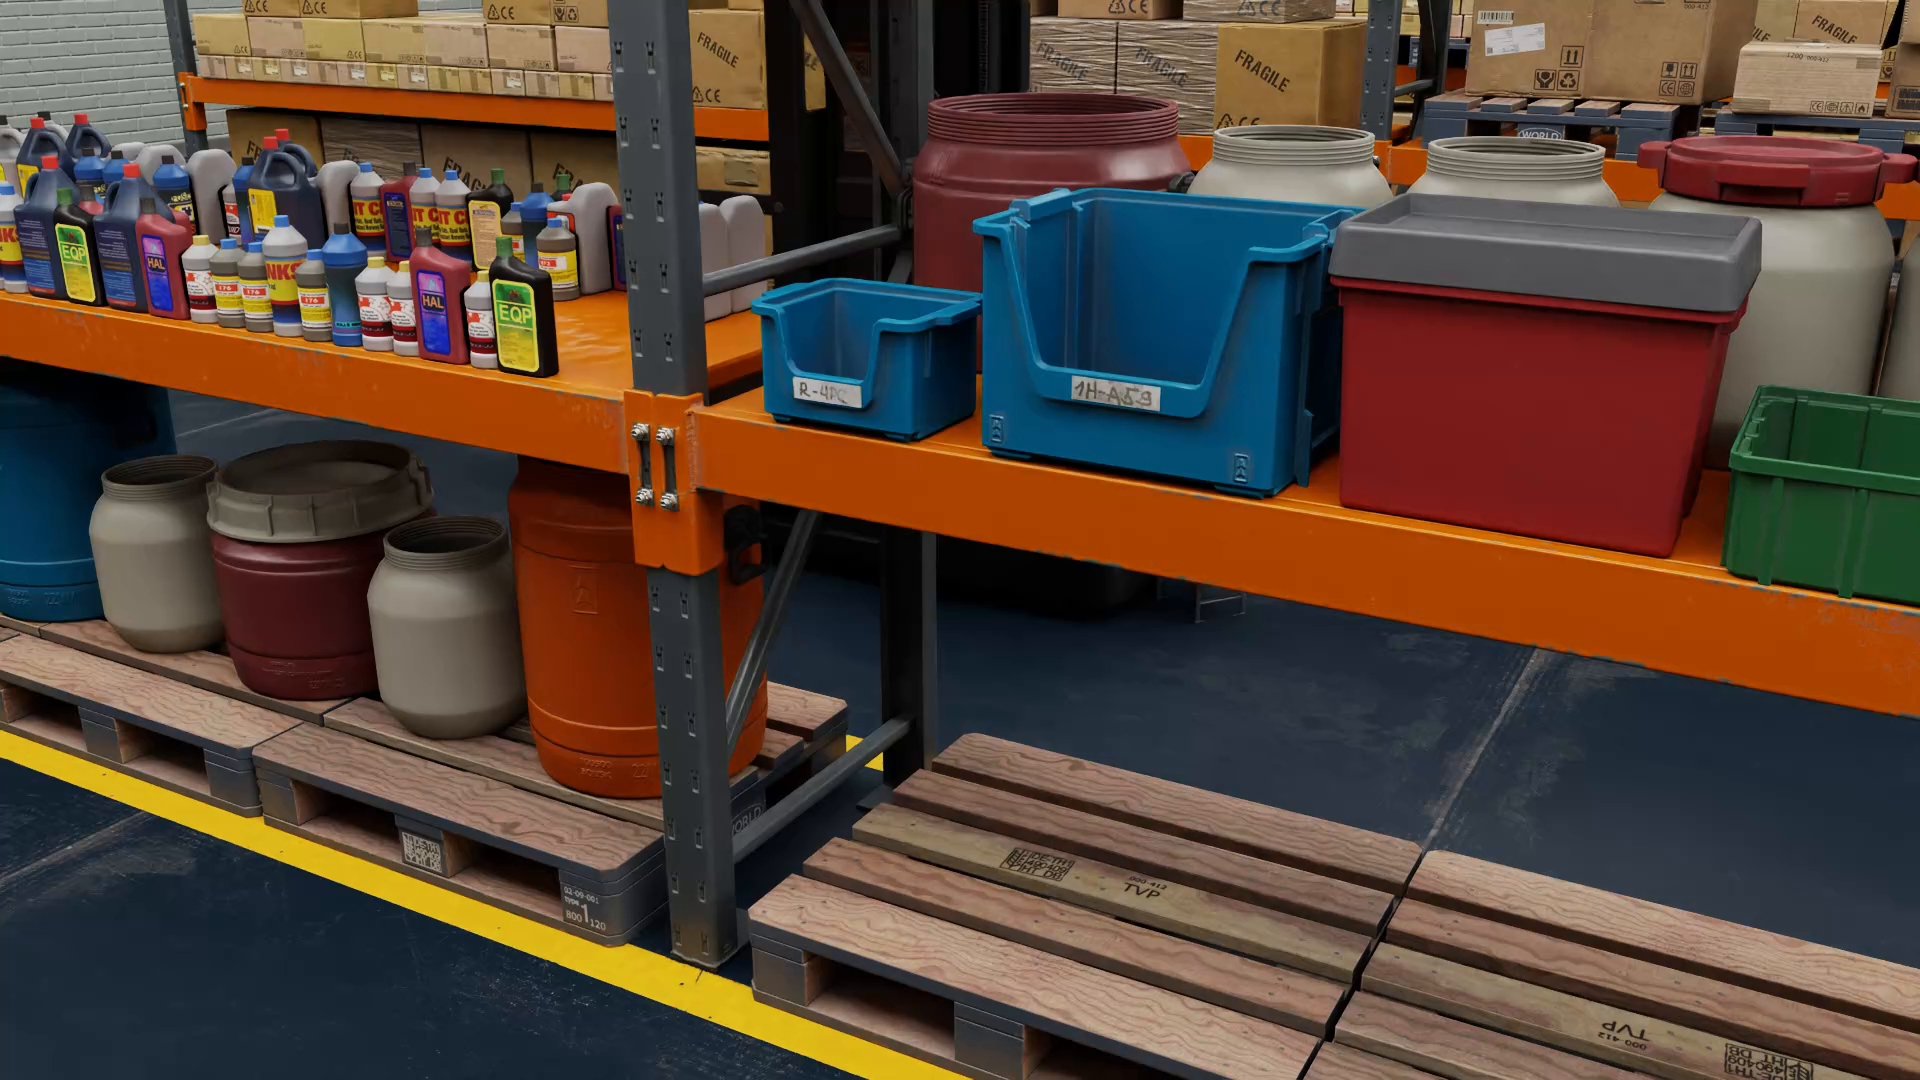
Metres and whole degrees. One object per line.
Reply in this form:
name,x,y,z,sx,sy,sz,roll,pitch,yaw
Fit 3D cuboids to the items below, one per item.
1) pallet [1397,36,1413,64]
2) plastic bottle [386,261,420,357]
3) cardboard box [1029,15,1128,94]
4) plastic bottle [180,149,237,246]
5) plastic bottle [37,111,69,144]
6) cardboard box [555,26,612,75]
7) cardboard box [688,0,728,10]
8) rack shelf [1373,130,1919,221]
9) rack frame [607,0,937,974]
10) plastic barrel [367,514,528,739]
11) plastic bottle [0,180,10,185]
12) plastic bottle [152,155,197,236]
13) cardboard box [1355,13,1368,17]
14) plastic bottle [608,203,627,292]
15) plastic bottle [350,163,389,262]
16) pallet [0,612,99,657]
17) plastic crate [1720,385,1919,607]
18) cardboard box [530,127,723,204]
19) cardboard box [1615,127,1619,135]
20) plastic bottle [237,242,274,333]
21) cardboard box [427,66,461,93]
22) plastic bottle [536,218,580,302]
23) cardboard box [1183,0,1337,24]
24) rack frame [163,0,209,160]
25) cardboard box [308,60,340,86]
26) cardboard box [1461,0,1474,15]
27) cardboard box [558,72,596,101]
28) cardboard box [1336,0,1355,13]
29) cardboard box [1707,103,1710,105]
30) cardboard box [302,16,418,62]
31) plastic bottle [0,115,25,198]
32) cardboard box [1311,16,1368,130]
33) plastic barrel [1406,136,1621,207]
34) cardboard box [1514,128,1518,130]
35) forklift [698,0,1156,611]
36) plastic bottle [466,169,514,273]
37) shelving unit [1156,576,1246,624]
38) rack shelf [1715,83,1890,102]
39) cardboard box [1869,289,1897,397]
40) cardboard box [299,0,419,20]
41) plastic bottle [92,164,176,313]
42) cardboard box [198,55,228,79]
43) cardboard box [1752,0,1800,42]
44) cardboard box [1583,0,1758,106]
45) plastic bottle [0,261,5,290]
pallet,2.819,-3.765,12.626,1.213,0.211,1.003,11,23,27
plastic bottle,-1.210,-0.513,3.673,0.097,0.201,0.097,0,20,0
cardboard box,0.621,-2.303,8.170,0.500,0.500,0.500,10,22,26
plastic bottle,-2.266,-1.036,5.003,0.135,0.276,0.152,11,23,27
plastic bottle,-2.885,-1.190,5.320,0.185,0.351,0.144,11,23,27
cardboard box,-1.945,-2.808,9.491,0.500,0.250,0.500,10,22,26
cardboard box,-1.725,-3.321,9.805,0.500,0.500,0.500,11,23,27
rack shelf,3.806,-1.407,6.901,4.000,0.370,1.077,11,23,27
rack frame,-0.355,-0.604,3.630,0.127,3.000,1.000,11,23,27
plastic barrel,-1.327,0.225,4.379,0.421,0.512,0.421,0,20,0
plastic bottle,-2.746,-0.911,4.661,0.135,0.276,0.152,11,23,27
plastic bottle,-2.311,-0.993,4.893,0.097,0.271,0.097,0,20,0
cardboard box,3.020,-3.734,12.012,0.250,0.149,0.380,10,22,25
plastic bottle,-0.840,-0.785,4.302,0.133,0.283,0.061,11,23,27
plastic bottle,-1.671,-0.931,4.721,0.097,0.271,0.097,0,20,0
pallet,-3.194,0.183,5.552,1.213,0.211,1.003,11,23,27
plastic crate,1.479,-0.044,2.399,0.662,0.188,0.450,11,23,27
cardboard box,-1.969,-2.075,10.188,0.875,0.875,0.875,11,23,27
cardboard box,6.331,-4.367,16.504,0.875,0.875,0.875,11,22,27
plastic bottle,-1.635,-0.594,3.896,0.097,0.201,0.097,0,20,0
cardboard box,-2.980,-2.792,10.032,0.250,0.149,0.380,10,22,26
plastic bottle,-1.024,-0.715,4.229,0.097,0.201,0.097,0,20,0
cardboard box,1.430,-2.723,7.856,0.637,0.503,0.797,12,23,29
rack frame,-4.924,-3.409,11.363,0.127,3.000,1.000,11,23,27
cardboard box,-3.877,-2.963,10.503,0.250,0.149,0.380,10,22,26
cardboard box,3.680,-3.748,11.614,0.250,0.149,0.380,12,23,29
cardboard box,-2.083,-2.621,9.561,0.250,0.149,0.380,11,23,28
cardboard box,2.787,-3.918,12.082,0.250,0.149,0.380,11,23,29
cardboard box,9.080,-5.682,20.682,0.500,0.500,0.500,12,23,29
cardboard box,-3.743,-3.149,10.430,0.500,0.250,0.500,10,22,26
plastic bottle,-2.956,-1.147,5.201,0.185,0.351,0.144,11,23,27
cardboard box,1.769,-2.287,8.124,0.500,0.500,0.500,12,23,29
plastic barrel,1.015,-0.479,3.122,0.421,0.512,0.421,0,20,0
cardboard box,3.843,-2.948,12.045,0.500,0.250,0.500,10,22,26
forklift,-0.558,-1.483,6.156,3.031,2.935,1.130,11,23,27
plastic bottle,-1.275,-0.868,4.531,0.133,0.283,0.061,11,23,27
shelving unit,0.827,-0.265,5.550,0.215,1.050,0.252,-9,21,-24
rack shelf,6.313,-2.867,10.925,4.000,0.370,1.077,11,23,27
cardboard box,4.131,-0.731,7.002,0.500,0.500,0.700,9,22,23
cardboard box,-3.745,-3.503,10.306,0.500,0.500,0.500,10,22,26
plastic bottle,-2.033,-0.750,4.105,0.185,0.351,0.144,11,23,27
cardboard box,-4.775,-3.133,10.972,0.250,0.149,0.380,11,23,28
cardboard box,5.273,-3.346,11.044,0.500,0.500,0.500,11,22,27
cardboard box,3.087,-2.182,7.218,0.500,0.500,0.700,15,25,35
plastic bottle,-2.530,-0.798,4.355,0.097,0.271,0.097,0,20,0
